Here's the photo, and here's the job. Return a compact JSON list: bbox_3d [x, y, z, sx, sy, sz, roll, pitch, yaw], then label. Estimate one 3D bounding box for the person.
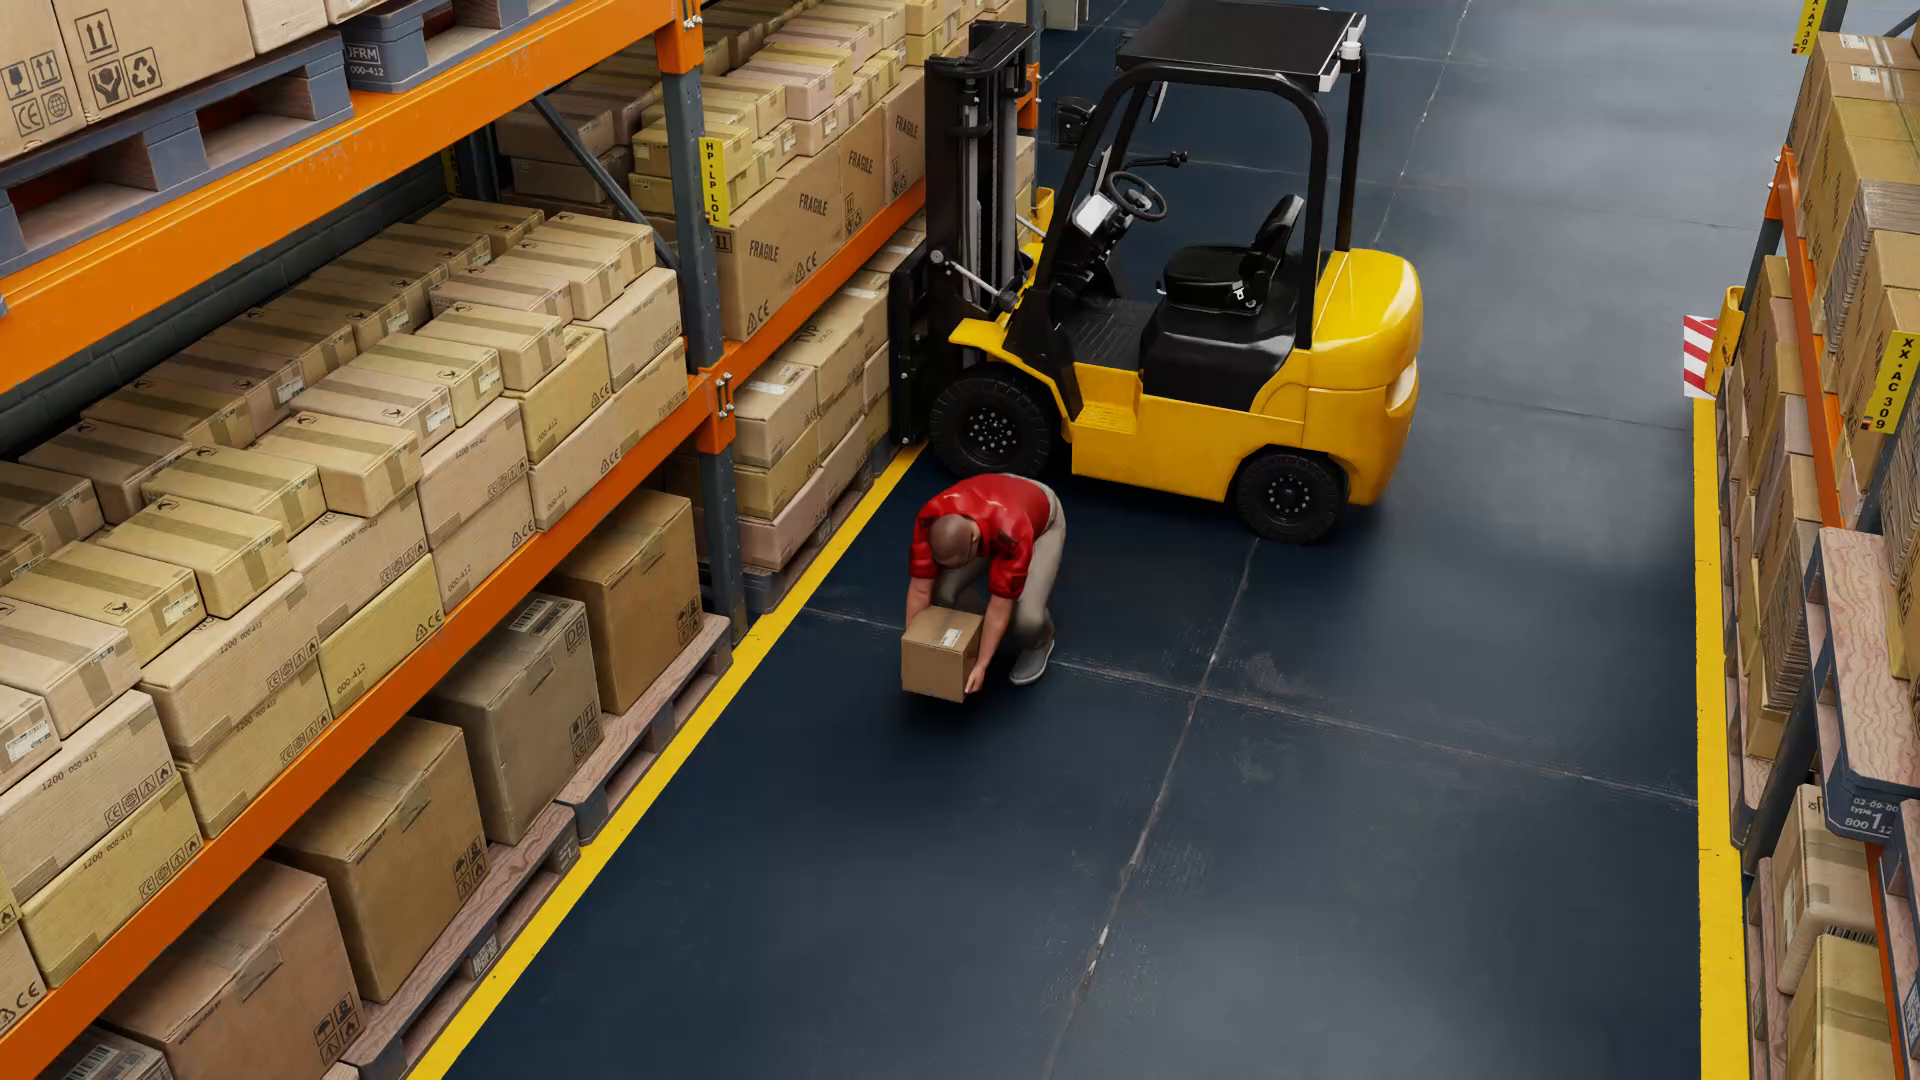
[{"bbox_3d":[0.104,0.148,6.623,0.539,0.978,0.913,16,36,23],"label":"person"}]
